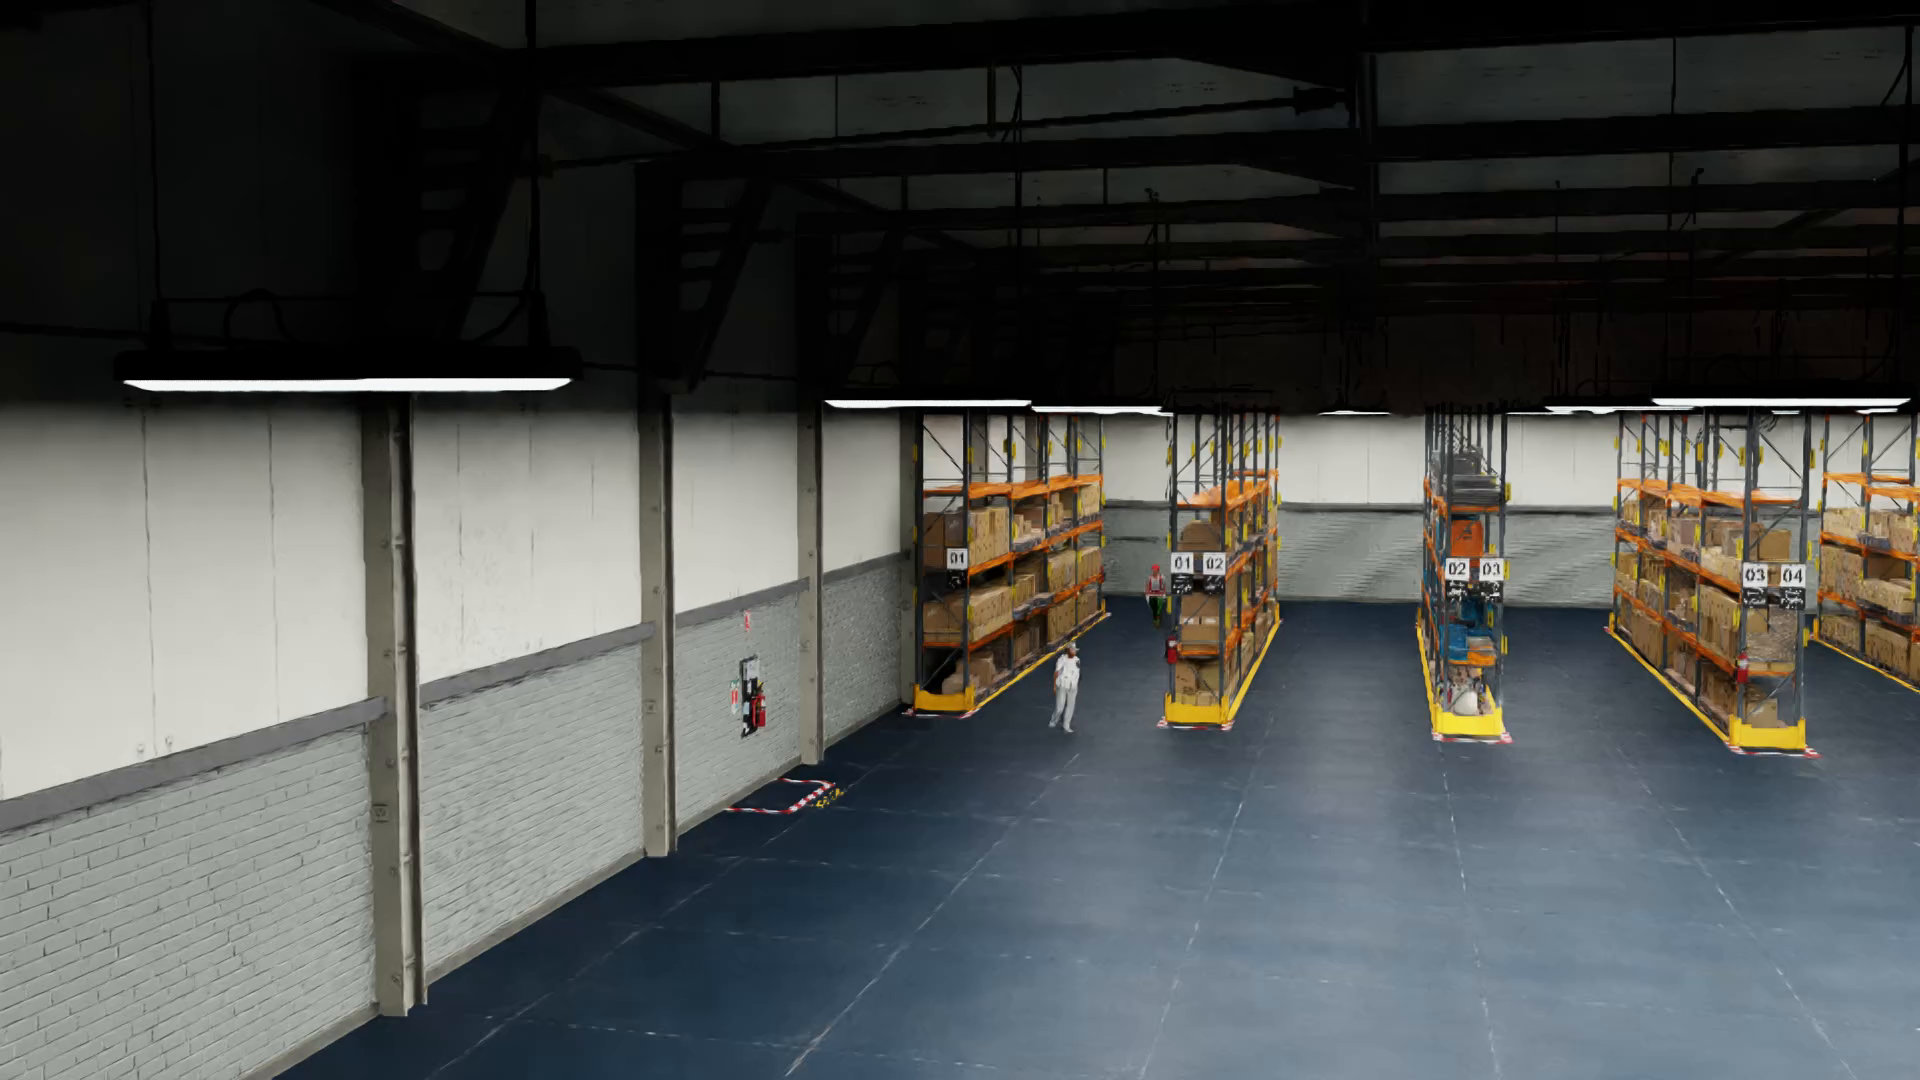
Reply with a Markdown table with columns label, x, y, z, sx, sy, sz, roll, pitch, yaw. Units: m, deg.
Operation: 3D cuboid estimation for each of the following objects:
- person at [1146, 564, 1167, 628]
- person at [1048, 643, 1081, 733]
| label | x | y | z | sx | sy | sz | roll | pitch | yaw |
| --- | --- | --- | --- | --- | --- | --- | --- | --- | --- |
| person | 5.326 | 1.512 | 45.272 | 0.553 | 1.709 | 1.123 | 1 | 4 | 16 |
| person | 1.908 | 2.671 | 30.189 | 0.560 | 1.657 | 0.572 | -2 | 5 | -23 |
